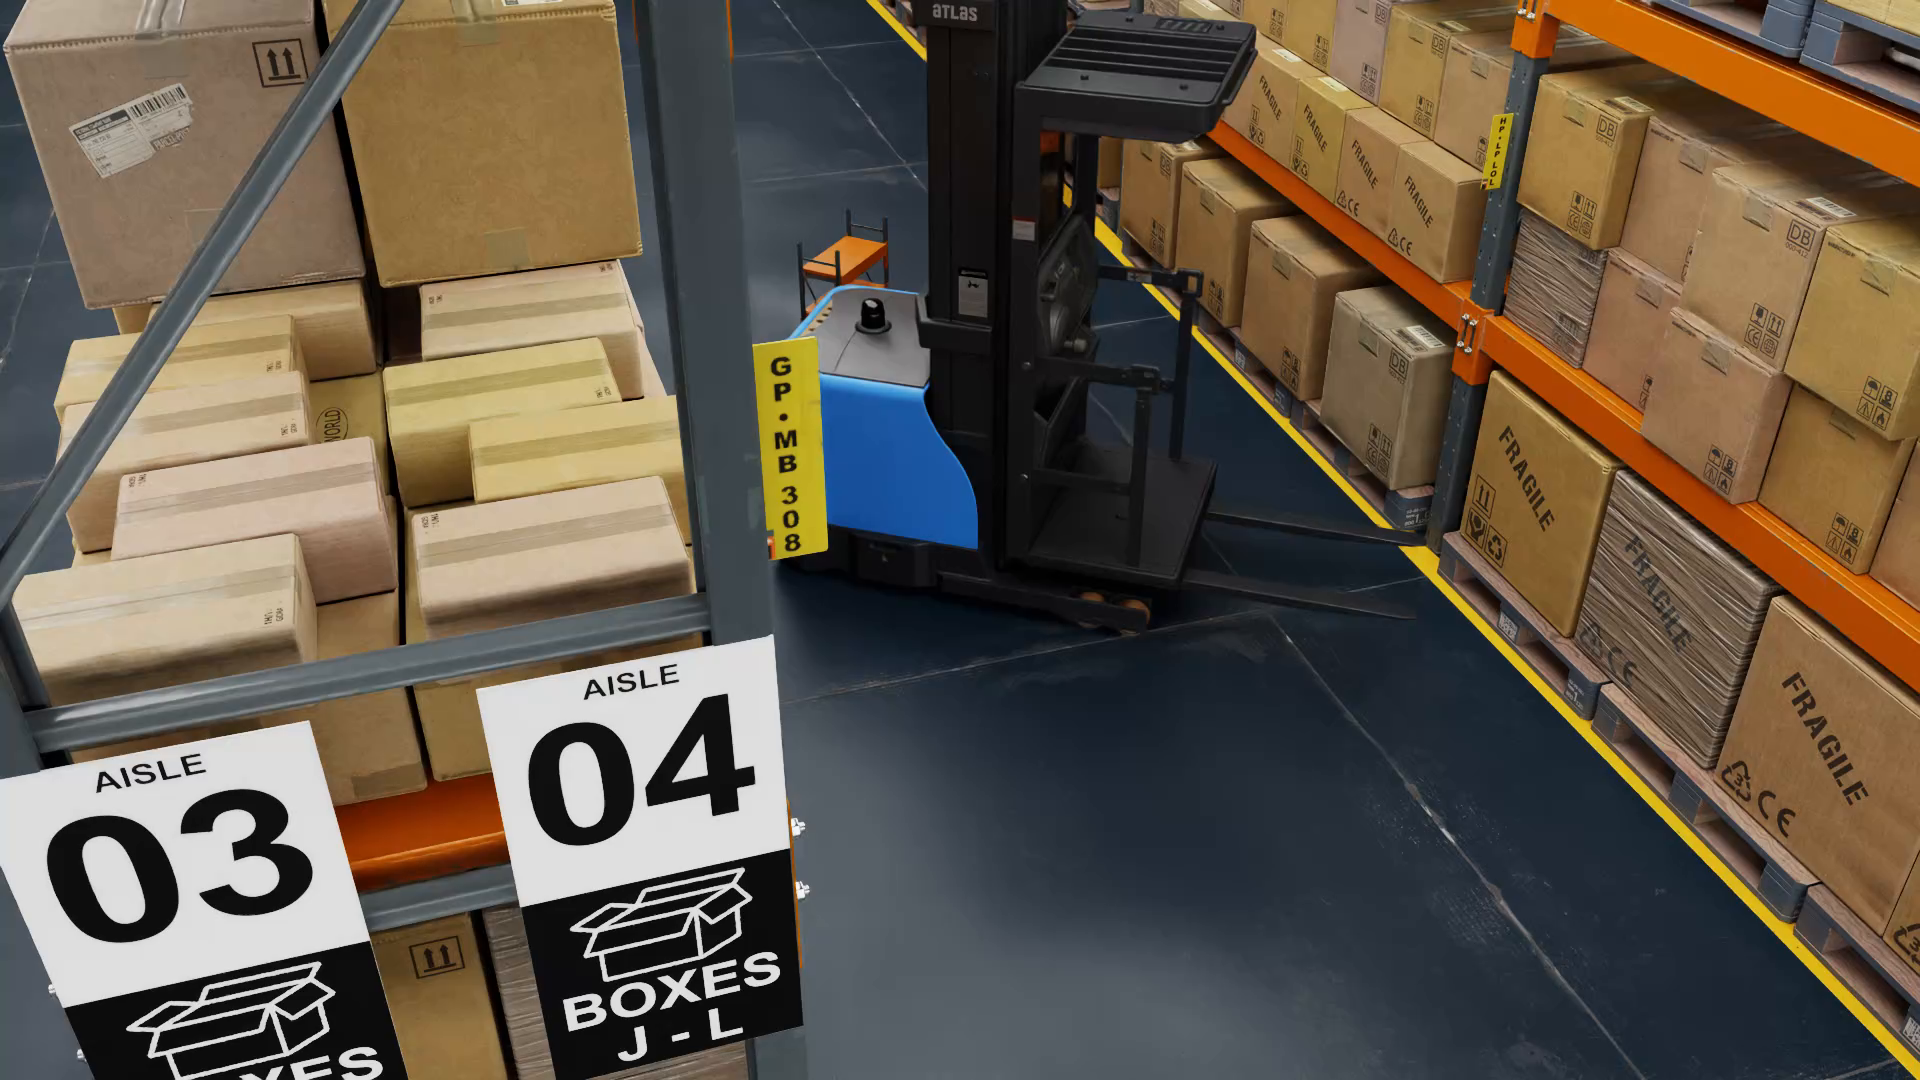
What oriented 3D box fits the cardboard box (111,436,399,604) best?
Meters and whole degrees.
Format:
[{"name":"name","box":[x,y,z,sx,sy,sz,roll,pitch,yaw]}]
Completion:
[{"name":"cardboard box","box":[-1.096,-0.012,2.600,0.380,0.149,0.250,-11,35,-16]}]

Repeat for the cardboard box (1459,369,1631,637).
[{"name":"cardboard box","box":[2.913,-0.235,7.431,0.875,0.875,0.875,-9,35,-14]}]

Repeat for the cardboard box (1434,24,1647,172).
[{"name":"cardboard box","box":[2.631,-2.006,7.568,0.700,0.500,0.500,-11,35,-16]}]

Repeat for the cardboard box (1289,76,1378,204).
[{"name":"cardboard box","box":[2.066,-2.089,8.600,0.500,0.500,0.500,-10,35,-14]}]

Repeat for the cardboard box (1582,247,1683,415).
[{"name":"cardboard box","box":[3.101,-0.874,6.716,0.875,0.550,0.550,-10,35,-15]}]

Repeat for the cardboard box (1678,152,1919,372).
[{"name":"cardboard box","box":[3.180,-1.026,5.966,0.875,0.550,0.550,-10,35,-15]}]

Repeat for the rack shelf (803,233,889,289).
[{"name":"rack shelf","box":[-0.596,-1.408,8.579,0.258,0.148,0.480,16,37,22]}]

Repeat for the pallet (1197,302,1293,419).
[{"name":"pallet","box":[2.105,-1.159,9.812,1.003,0.211,1.213,-10,35,-15]}]

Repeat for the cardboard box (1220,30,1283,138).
[{"name":"cardboard box","box":[1.759,-2.617,9.399,0.500,0.500,0.500,-10,35,-15]}]

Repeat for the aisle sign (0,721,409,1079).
[{"name":"aisle sign","box":[-1.013,0.592,2.276,0.394,0.787,0.004,-10,35,-15]}]

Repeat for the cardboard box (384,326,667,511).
[{"name":"cardboard box","box":[-0.810,-0.162,3.189,0.500,0.250,0.500,-11,35,-16]}]

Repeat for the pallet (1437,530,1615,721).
[{"name":"pallet","box":[2.946,0.288,7.623,1.003,0.211,1.213,-10,35,-15]}]

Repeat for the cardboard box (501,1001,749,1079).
[{"name":"cardboard box","box":[-0.888,1.134,3.453,0.875,0.500,0.500,-10,35,-15]}]

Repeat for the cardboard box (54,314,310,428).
[{"name":"cardboard box","box":[-1.383,-0.265,2.983,0.380,0.149,0.250,-10,35,-14]}]

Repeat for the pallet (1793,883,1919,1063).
[{"name":"pallet","box":[3.690,1.569,5.684,1.003,0.211,1.213,-10,35,-15]}]

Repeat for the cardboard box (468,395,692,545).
[{"name":"cardboard box","box":[-0.597,-0.098,2.731,0.380,0.149,0.250,-9,35,-14]}]

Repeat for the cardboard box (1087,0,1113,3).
[{"name":"cardboard box","box":[0.980,-3.640,10.885,0.380,0.149,0.250,-9,35,-14]}]

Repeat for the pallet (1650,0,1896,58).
[{"name":"pallet","box":[3.028,-2.071,6.023,1.003,0.211,1.213,-10,35,-15]}]

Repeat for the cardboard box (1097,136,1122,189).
[{"name":"cardboard box","box":[1.118,-2.822,11.686,0.500,0.500,0.500,-10,35,-15]}]

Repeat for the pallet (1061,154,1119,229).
[{"name":"pallet","box":[1.331,-2.635,12.046,1.003,0.211,1.213,-10,35,-15]}]

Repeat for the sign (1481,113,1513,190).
[{"name":"sign","box":[2.274,-1.642,7.035,0.100,0.325,0.005,-10,35,-15]}]

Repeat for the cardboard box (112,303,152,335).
[{"name":"cardboard box","box":[-1.518,-0.540,3.399,0.380,0.149,0.250,-12,35,-17]}]

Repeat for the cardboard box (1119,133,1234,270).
[{"name":"cardboard box","box":[1.668,-2.290,10.654,1.050,0.750,0.750,-10,35,-15]}]

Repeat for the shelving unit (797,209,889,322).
[{"name":"shelving unit","box":[-0.596,-1.080,8.796,0.258,1.200,0.503,16,37,22]}]

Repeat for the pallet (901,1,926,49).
[{"name":"pallet","box":[0.109,-4.671,15.128,1.003,0.211,1.213,-10,35,-15]}]

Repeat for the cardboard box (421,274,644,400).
[{"name":"cardboard box","box":[-0.807,-0.365,3.135,0.380,0.149,0.250,-9,34,-13]}]

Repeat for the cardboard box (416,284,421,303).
[{"name":"cardboard box","box":[-0.974,-0.634,3.542,0.380,0.149,0.250,-12,35,-17]}]

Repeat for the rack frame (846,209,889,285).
[{"name":"rack frame","box":[-0.486,-1.200,8.978,0.240,1.200,0.015,16,37,22]}]

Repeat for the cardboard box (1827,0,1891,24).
[{"name":"cardboard box","box":[2.966,-1.735,5.190,0.380,0.149,0.250,-10,35,-15]}]

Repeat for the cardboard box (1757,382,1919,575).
[{"name":"cardboard box","box":[3.411,-0.309,5.861,0.875,0.550,0.500,-10,35,-15]}]

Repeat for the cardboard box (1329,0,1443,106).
[{"name":"cardboard box","box":[2.318,-2.542,8.378,0.700,0.500,0.500,-10,35,-14]}]

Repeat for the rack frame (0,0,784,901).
[{"name":"rack frame","box":[-0.746,-0.910,1.464,1.000,3.000,0.127,-10,35,-15]}]

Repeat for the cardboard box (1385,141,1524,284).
[{"name":"cardboard box","box":[2.374,-1.559,7.797,0.500,0.500,0.500,-10,35,-15]}]

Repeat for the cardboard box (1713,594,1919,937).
[{"name":"cardboard box","box":[3.468,0.717,5.991,0.875,0.875,0.875,-11,35,-15]}]

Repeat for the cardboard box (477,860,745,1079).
[{"name":"cardboard box","box":[-0.654,0.676,3.239,0.500,0.500,0.500,-10,35,-15]}]

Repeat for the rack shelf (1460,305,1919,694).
[{"name":"rack shelf","box":[3.398,0.062,6.087,1.077,0.370,4.000,-10,35,-15]}]

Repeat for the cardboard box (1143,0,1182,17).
[{"name":"cardboard box","box":[1.448,-3.149,10.203,0.500,0.500,0.500,-10,35,-14]}]

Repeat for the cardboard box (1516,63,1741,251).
[{"name":"cardboard box","box":[2.868,-1.602,6.837,0.875,0.550,0.550,-10,35,-15]}]

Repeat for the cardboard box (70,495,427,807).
[{"name":"cardboard box","box":[-1.135,0.194,2.651,0.500,0.250,0.500,-9,35,-14]}]

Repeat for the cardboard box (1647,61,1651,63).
[{"name":"cardboard box","box":[5.852,-4.408,13.746,0.875,0.875,0.875,-10,35,-14]}]

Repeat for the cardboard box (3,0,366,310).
[{"name":"cardboard box","box":[-1.460,-0.804,3.211,0.500,0.500,0.500,-10,35,-15]}]

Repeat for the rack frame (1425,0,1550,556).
[{"name":"rack frame","box":[2.788,-1.288,7.478,1.000,3.000,0.127,-10,35,-15]}]

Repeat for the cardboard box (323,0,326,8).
[{"name":"cardboard box","box":[-2.015,-1.511,4.870,0.380,0.149,0.250,-12,35,-17]}]

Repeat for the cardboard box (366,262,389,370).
[{"name":"cardboard box","box":[-1.439,-0.338,3.456,0.500,0.250,0.500,-9,35,-14]}]

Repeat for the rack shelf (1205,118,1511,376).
[{"name":"rack shelf","box":[2.178,-2.038,9.266,1.077,0.370,4.000,-10,35,-15]}]

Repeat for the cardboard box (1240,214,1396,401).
[{"name":"cardboard box","box":[2.222,-1.342,9.220,1.050,0.750,0.750,-10,35,-15]}]

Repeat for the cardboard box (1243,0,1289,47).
[{"name":"cardboard box","box":[2.010,-3.075,9.185,0.700,0.500,0.500,-11,35,-15]}]

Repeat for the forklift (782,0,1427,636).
[{"name":"forklift","box":[0.661,-1.114,7.277,3.031,2.935,1.130,10,35,14]}]

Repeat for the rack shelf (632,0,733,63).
[{"name":"rack shelf","box":[-1.356,-1.658,3.253,1.077,0.370,4.000,-10,35,-15]}]
